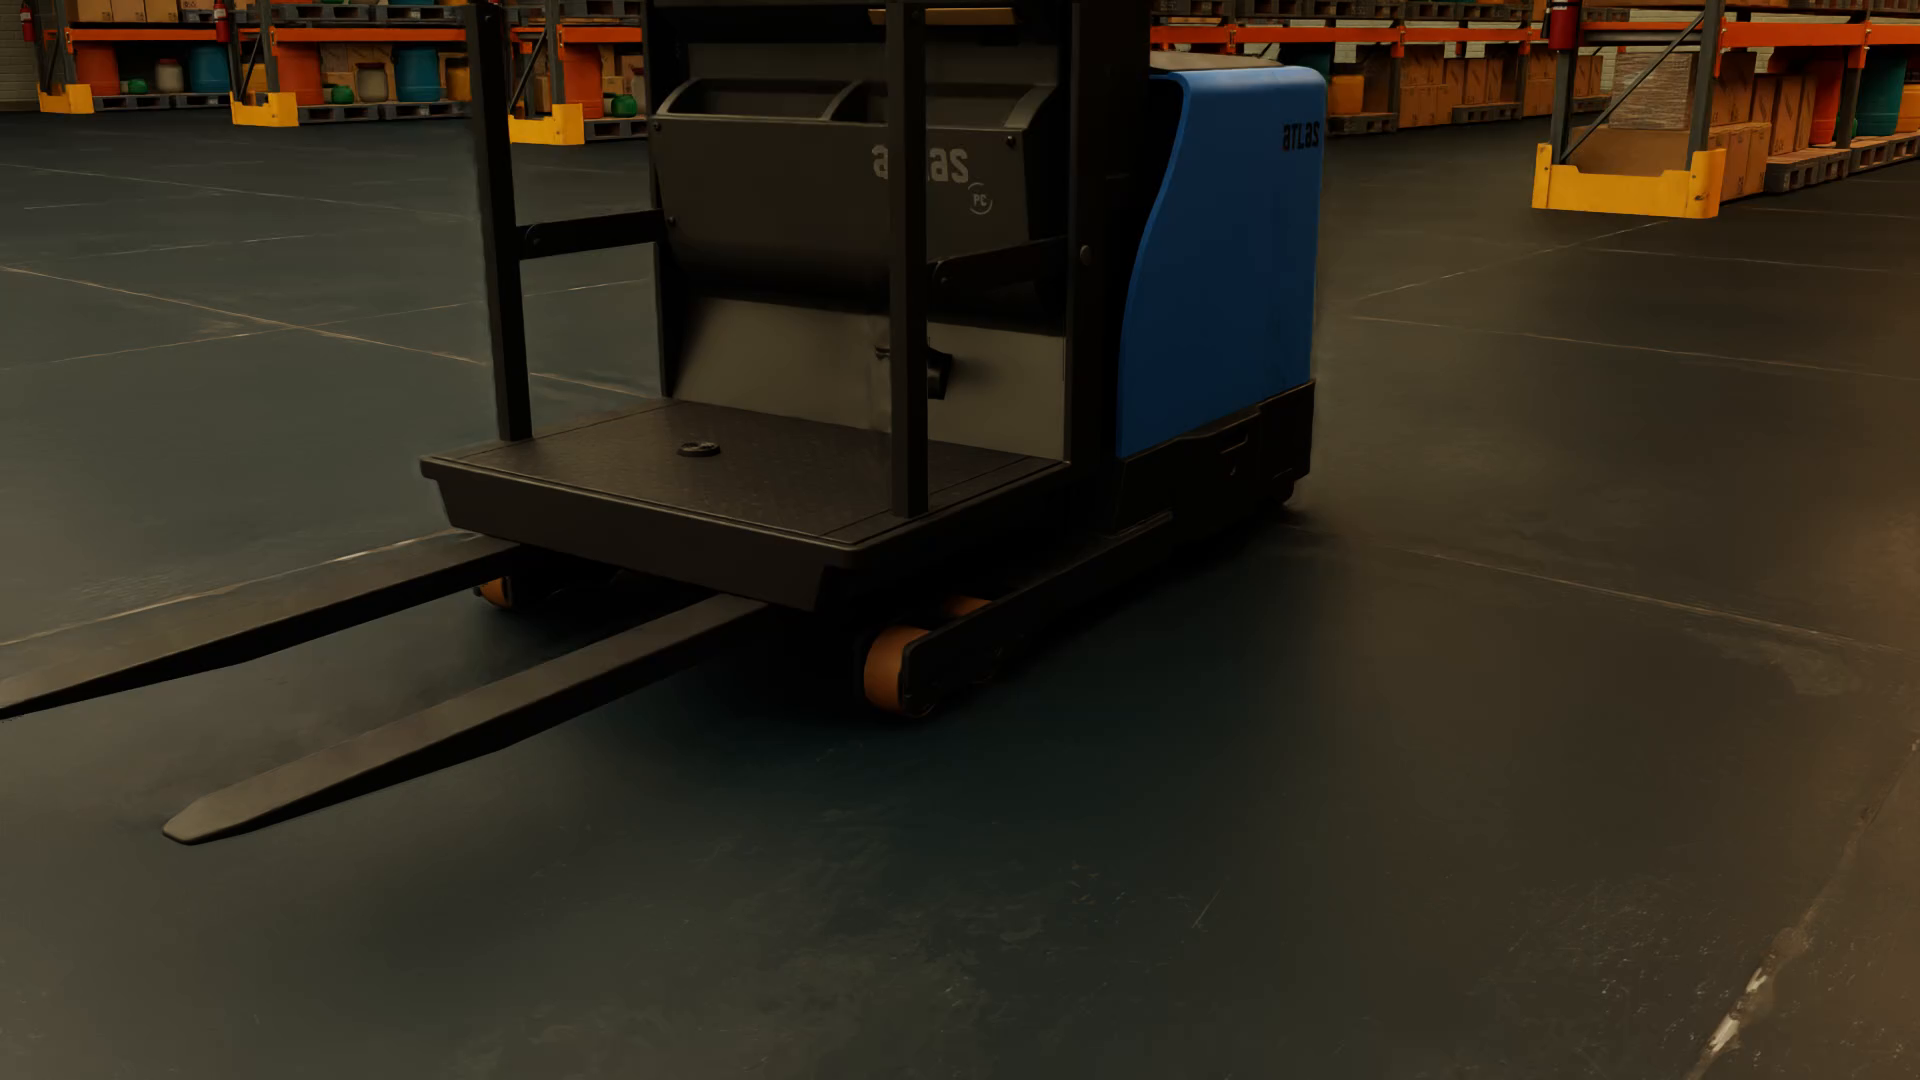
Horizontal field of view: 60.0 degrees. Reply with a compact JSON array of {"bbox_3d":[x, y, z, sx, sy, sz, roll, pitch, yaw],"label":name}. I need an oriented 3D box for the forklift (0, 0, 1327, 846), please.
[{"bbox_3d":[-0.346,-1.246,3.001,1.130,2.935,3.031,11,20,33],"label":"forklift"}]
